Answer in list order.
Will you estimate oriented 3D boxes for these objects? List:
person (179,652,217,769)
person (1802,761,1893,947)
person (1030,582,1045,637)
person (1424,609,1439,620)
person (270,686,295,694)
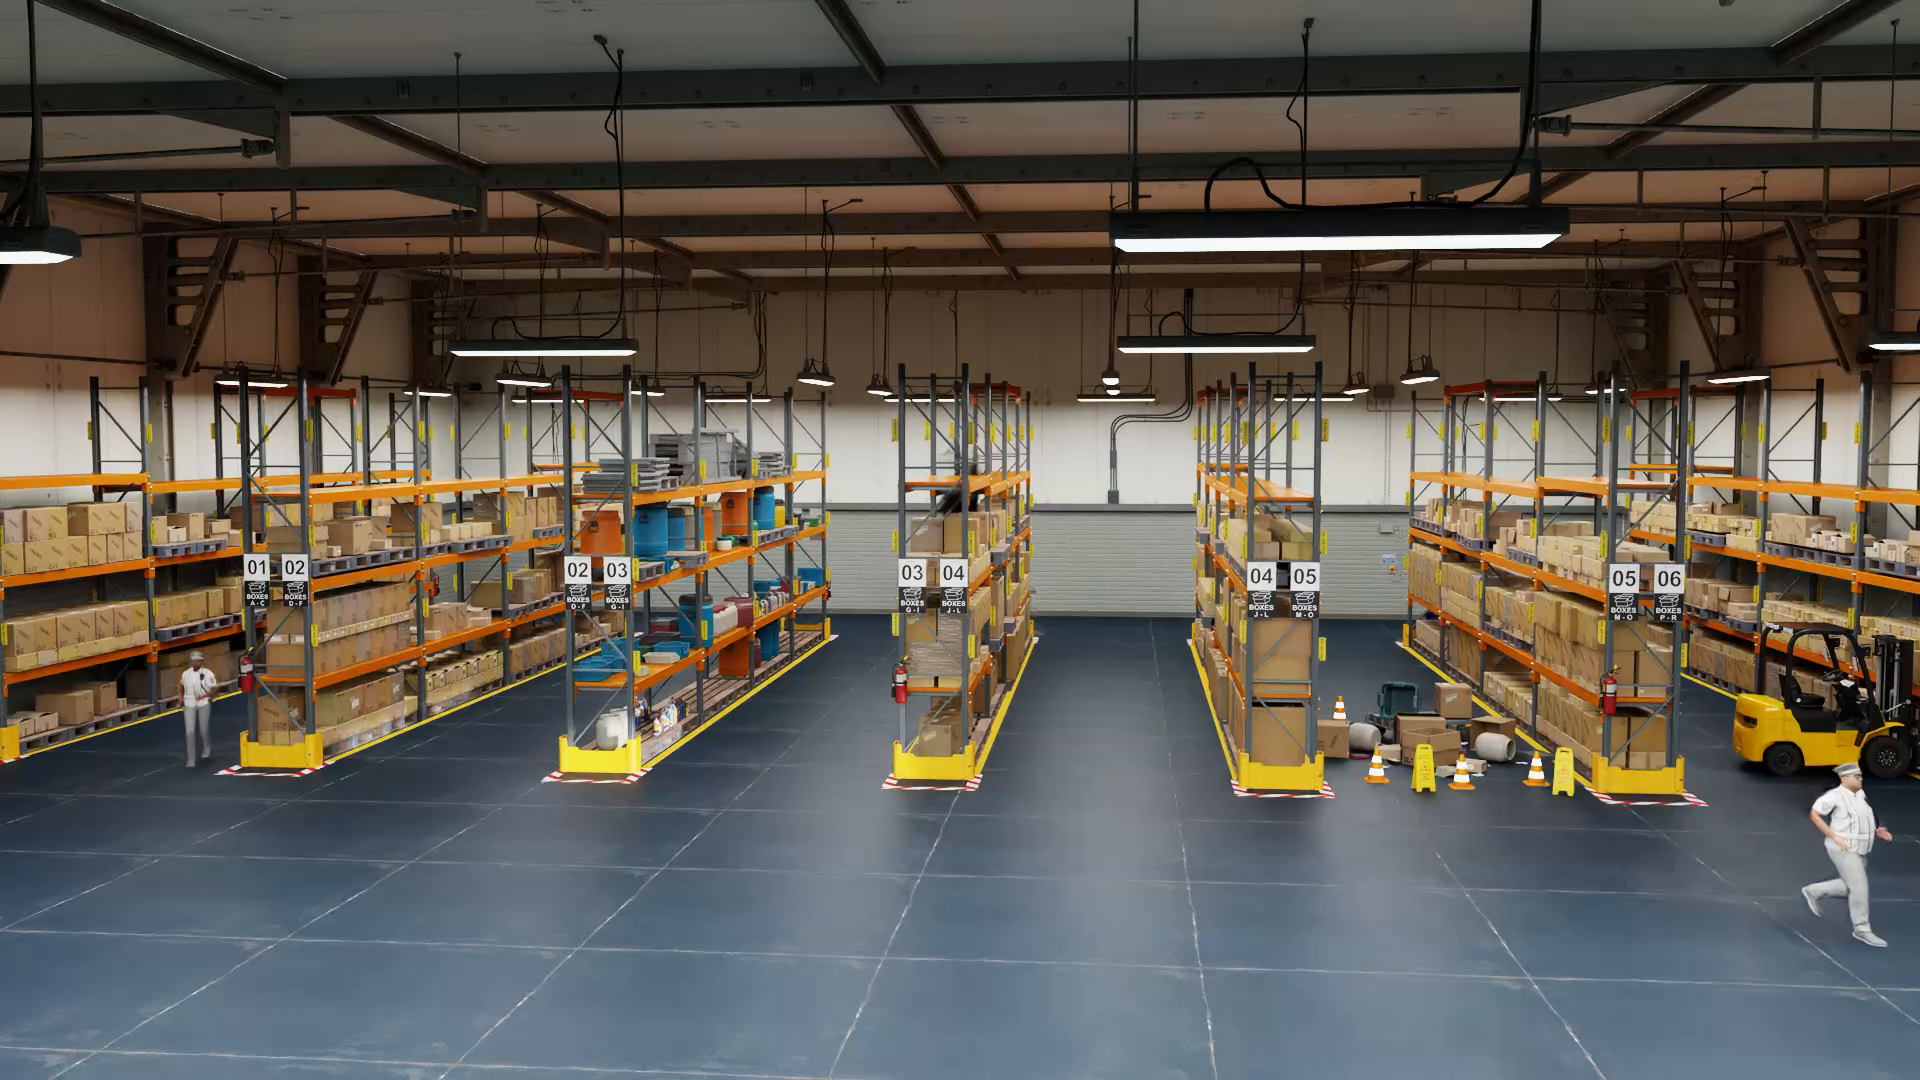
[{"bbox_3d":[-11.550,2.538,25.209,0.575,1.734,0.852,-1,4,-14],"label":"person"},{"bbox_3d":[8.814,3.072,16.526,0.663,1.785,0.860,-3,4,-35],"label":"person"},{"bbox_3d":[1.579,1.563,40.995,0.896,1.639,0.613,2,4,30],"label":"person"},{"bbox_3d":[11.504,1.611,40.326,0.649,1.611,0.623,3,5,41],"label":"person"},{"bbox_3d":[-11.456,2.360,28.164,0.656,1.696,0.621,0,4,4],"label":"person"}]
